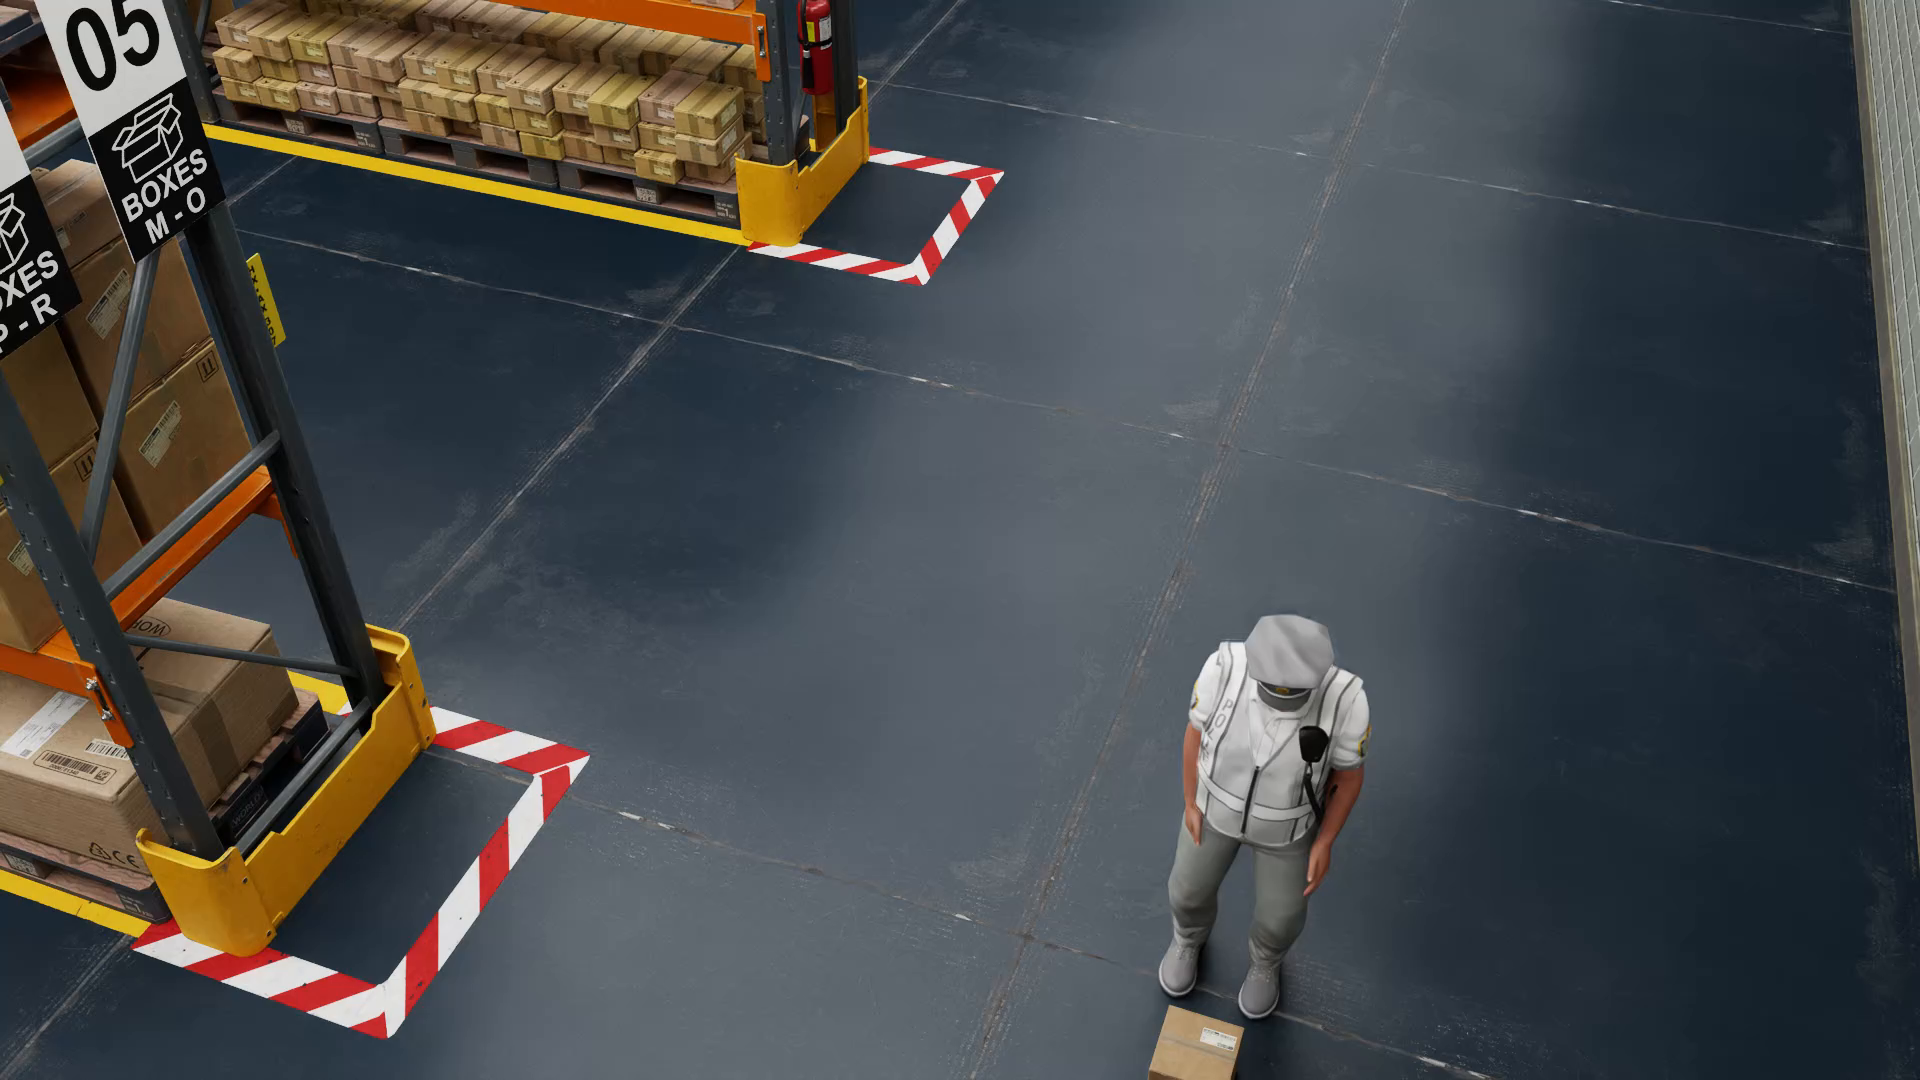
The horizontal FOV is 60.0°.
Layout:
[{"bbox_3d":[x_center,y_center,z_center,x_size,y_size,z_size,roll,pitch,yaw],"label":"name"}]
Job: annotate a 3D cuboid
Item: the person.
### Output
[{"bbox_3d":[0.947,0.855,5.214,0.550,1.716,0.457,15,43,16],"label":"person"}]
